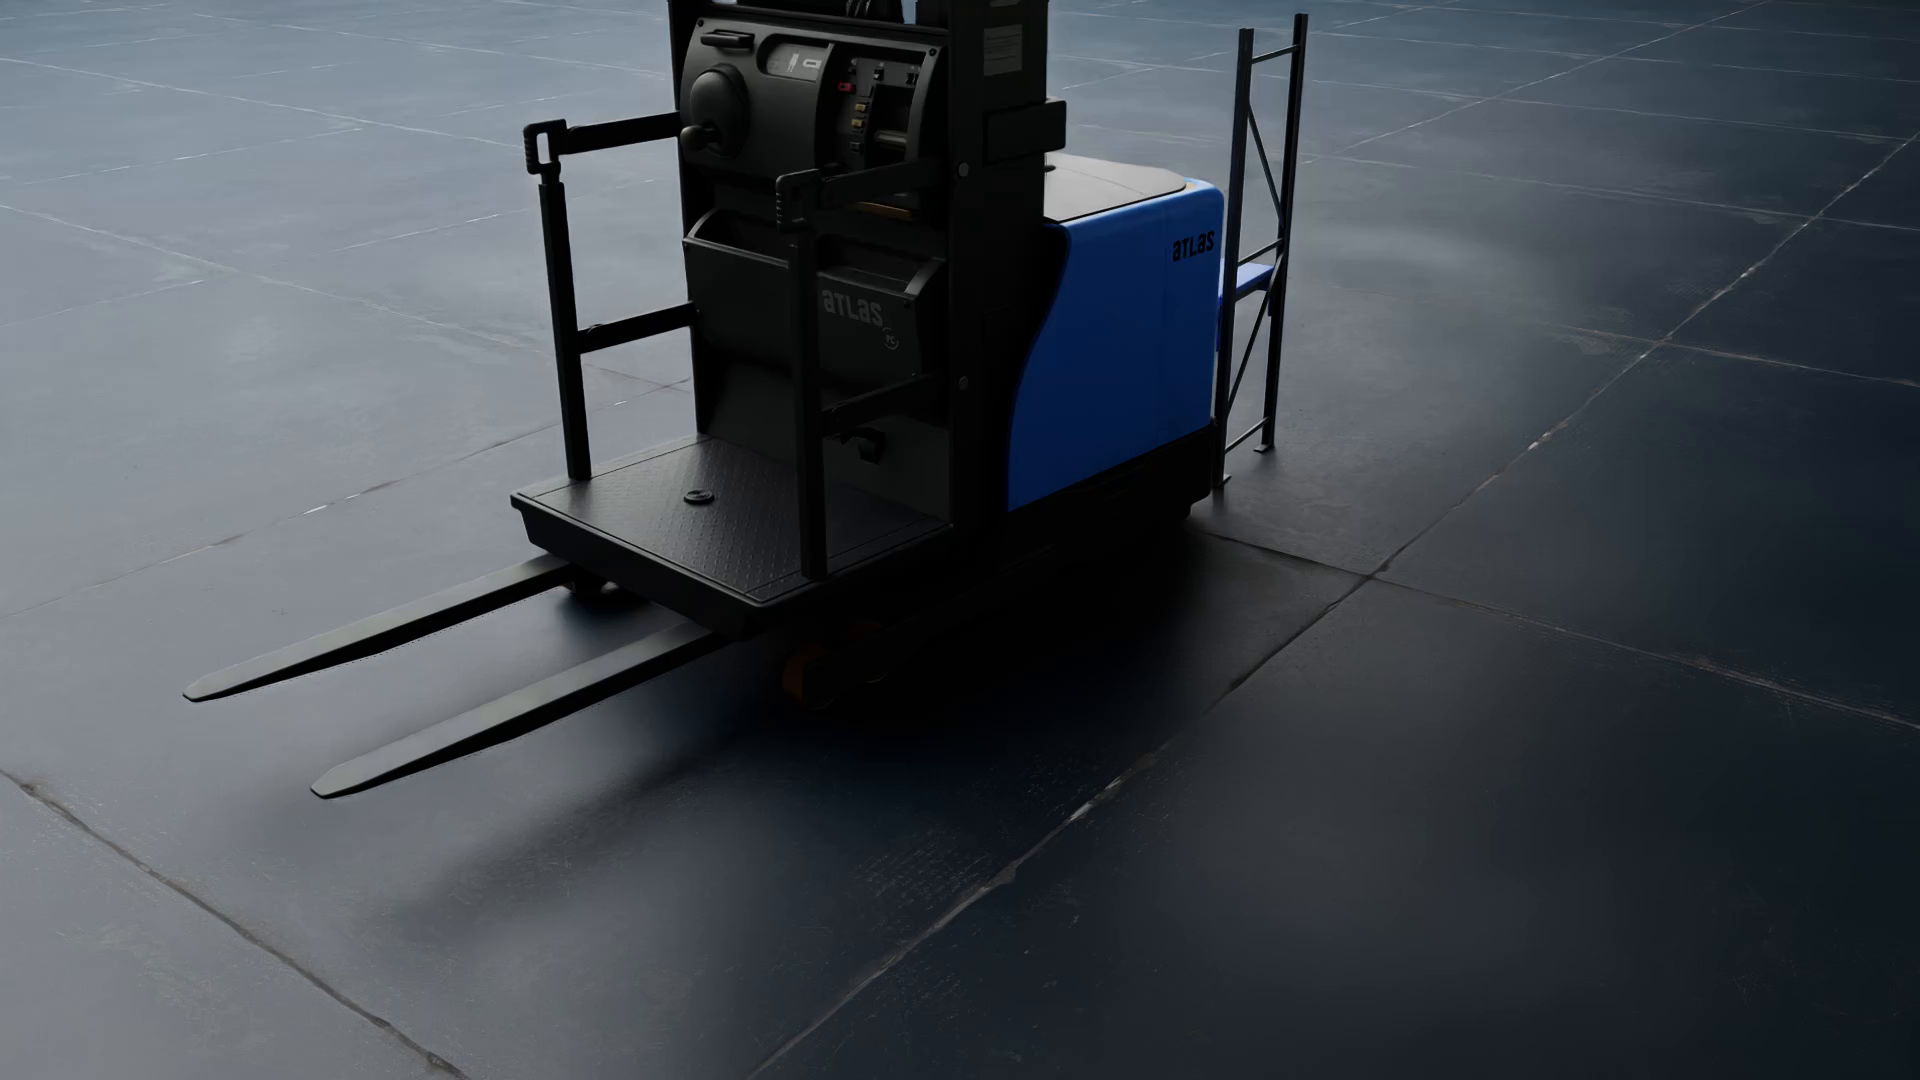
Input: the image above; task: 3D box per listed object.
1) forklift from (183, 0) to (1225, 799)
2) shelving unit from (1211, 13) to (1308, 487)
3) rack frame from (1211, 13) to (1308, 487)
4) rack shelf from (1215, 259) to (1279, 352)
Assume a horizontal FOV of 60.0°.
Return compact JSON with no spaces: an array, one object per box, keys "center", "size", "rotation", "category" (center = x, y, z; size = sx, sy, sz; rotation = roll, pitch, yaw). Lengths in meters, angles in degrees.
[{"center":[-0.549,-1.138,4.198],"size":[1.130,2.935,3.031],"rotation":[20,31,38],"category":"forklift"},{"center":[0.564,-1.063,5.802],"size":[1.048,1.500,0.538],"rotation":[14,27,29],"category":"shelving unit"},{"center":[0.995,-0.954,5.556],"size":[0.032,1.500,0.500],"rotation":[14,27,29],"category":"rack frame"},{"center":[0.564,-0.898,5.874],"size":[1.000,0.185,0.538],"rotation":[14,27,29],"category":"rack shelf"}]
